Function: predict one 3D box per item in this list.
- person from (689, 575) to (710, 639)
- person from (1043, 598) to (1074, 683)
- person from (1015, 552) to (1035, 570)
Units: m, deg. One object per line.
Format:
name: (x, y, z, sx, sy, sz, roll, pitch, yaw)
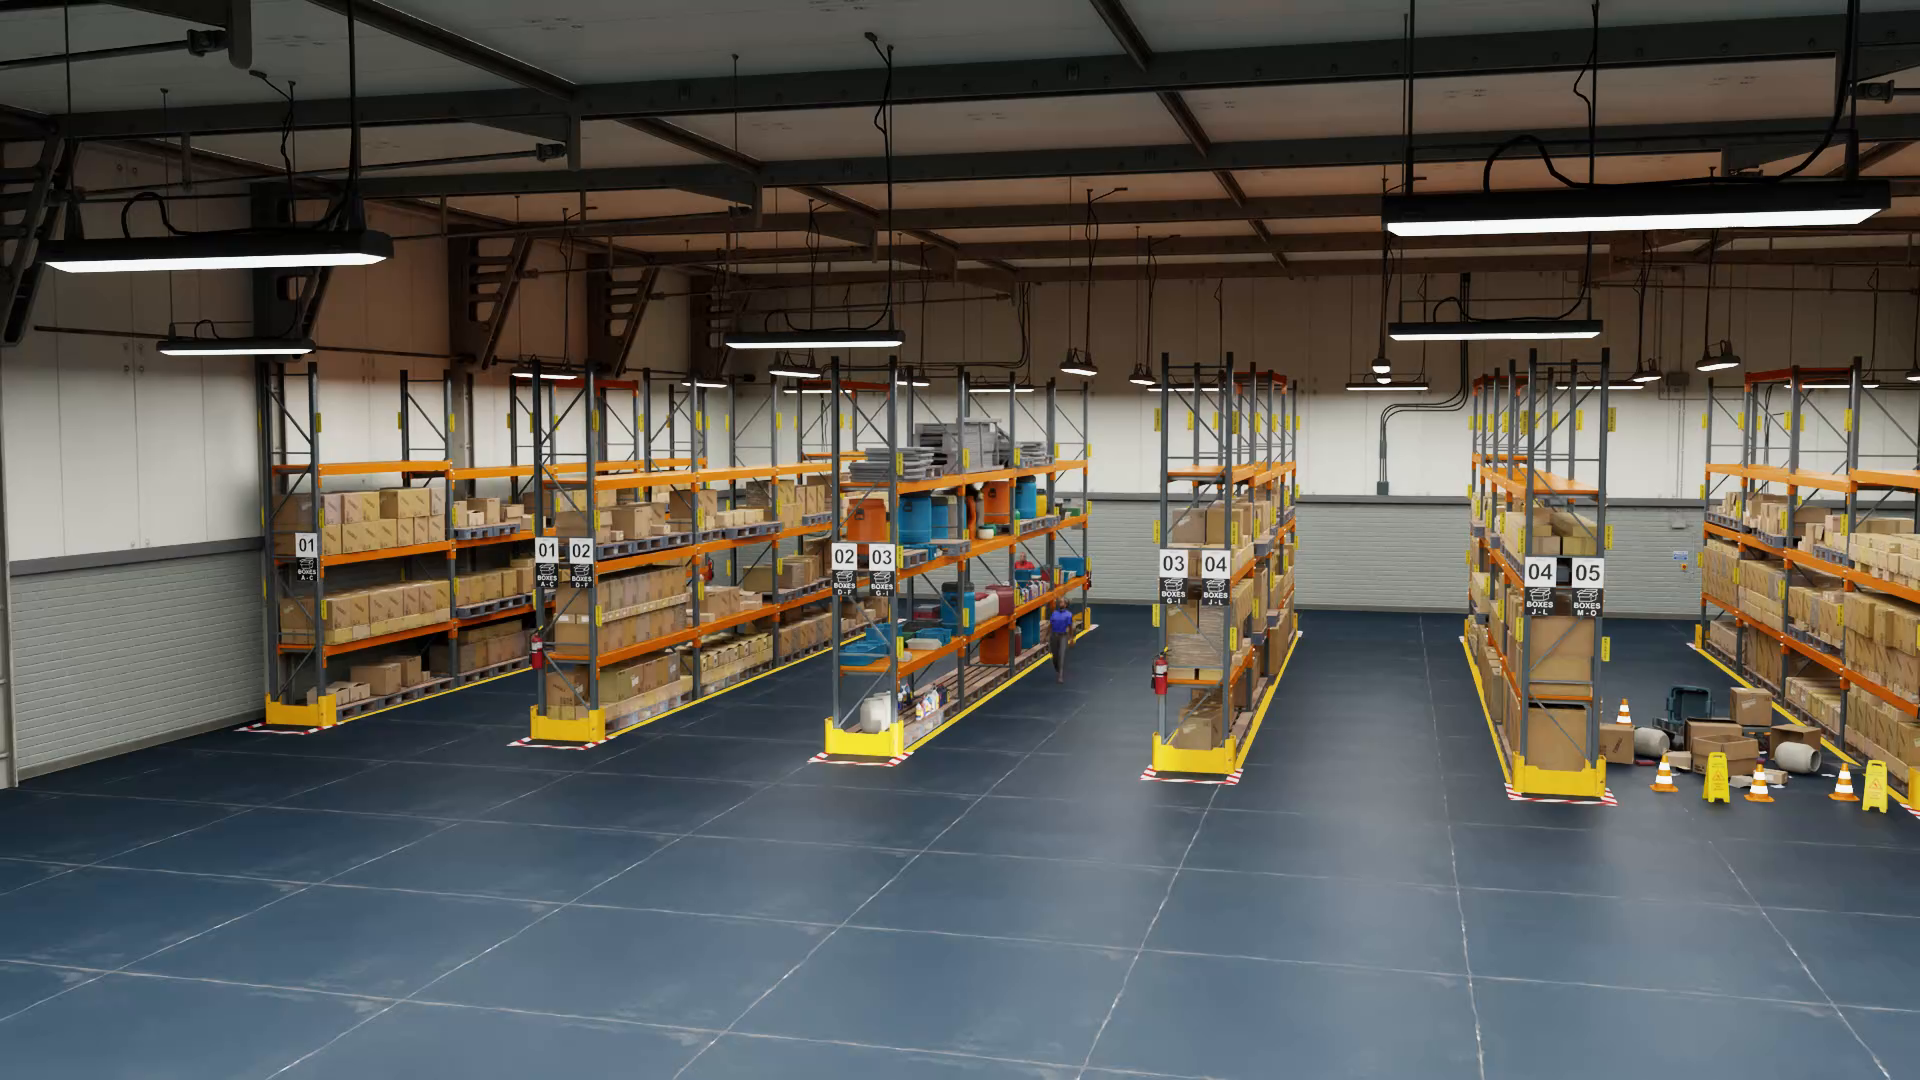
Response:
person: (-5.551, 1.619, 35.469, 0.537, 1.745, 1.019, 1, 4, 17)
person: (1.900, 1.912, 31.978, 0.598, 1.599, 0.893, 1, 4, 13)
person: (1.604, 1.198, 42.092, 0.671, 1.788, 0.805, 1, 4, 13)
